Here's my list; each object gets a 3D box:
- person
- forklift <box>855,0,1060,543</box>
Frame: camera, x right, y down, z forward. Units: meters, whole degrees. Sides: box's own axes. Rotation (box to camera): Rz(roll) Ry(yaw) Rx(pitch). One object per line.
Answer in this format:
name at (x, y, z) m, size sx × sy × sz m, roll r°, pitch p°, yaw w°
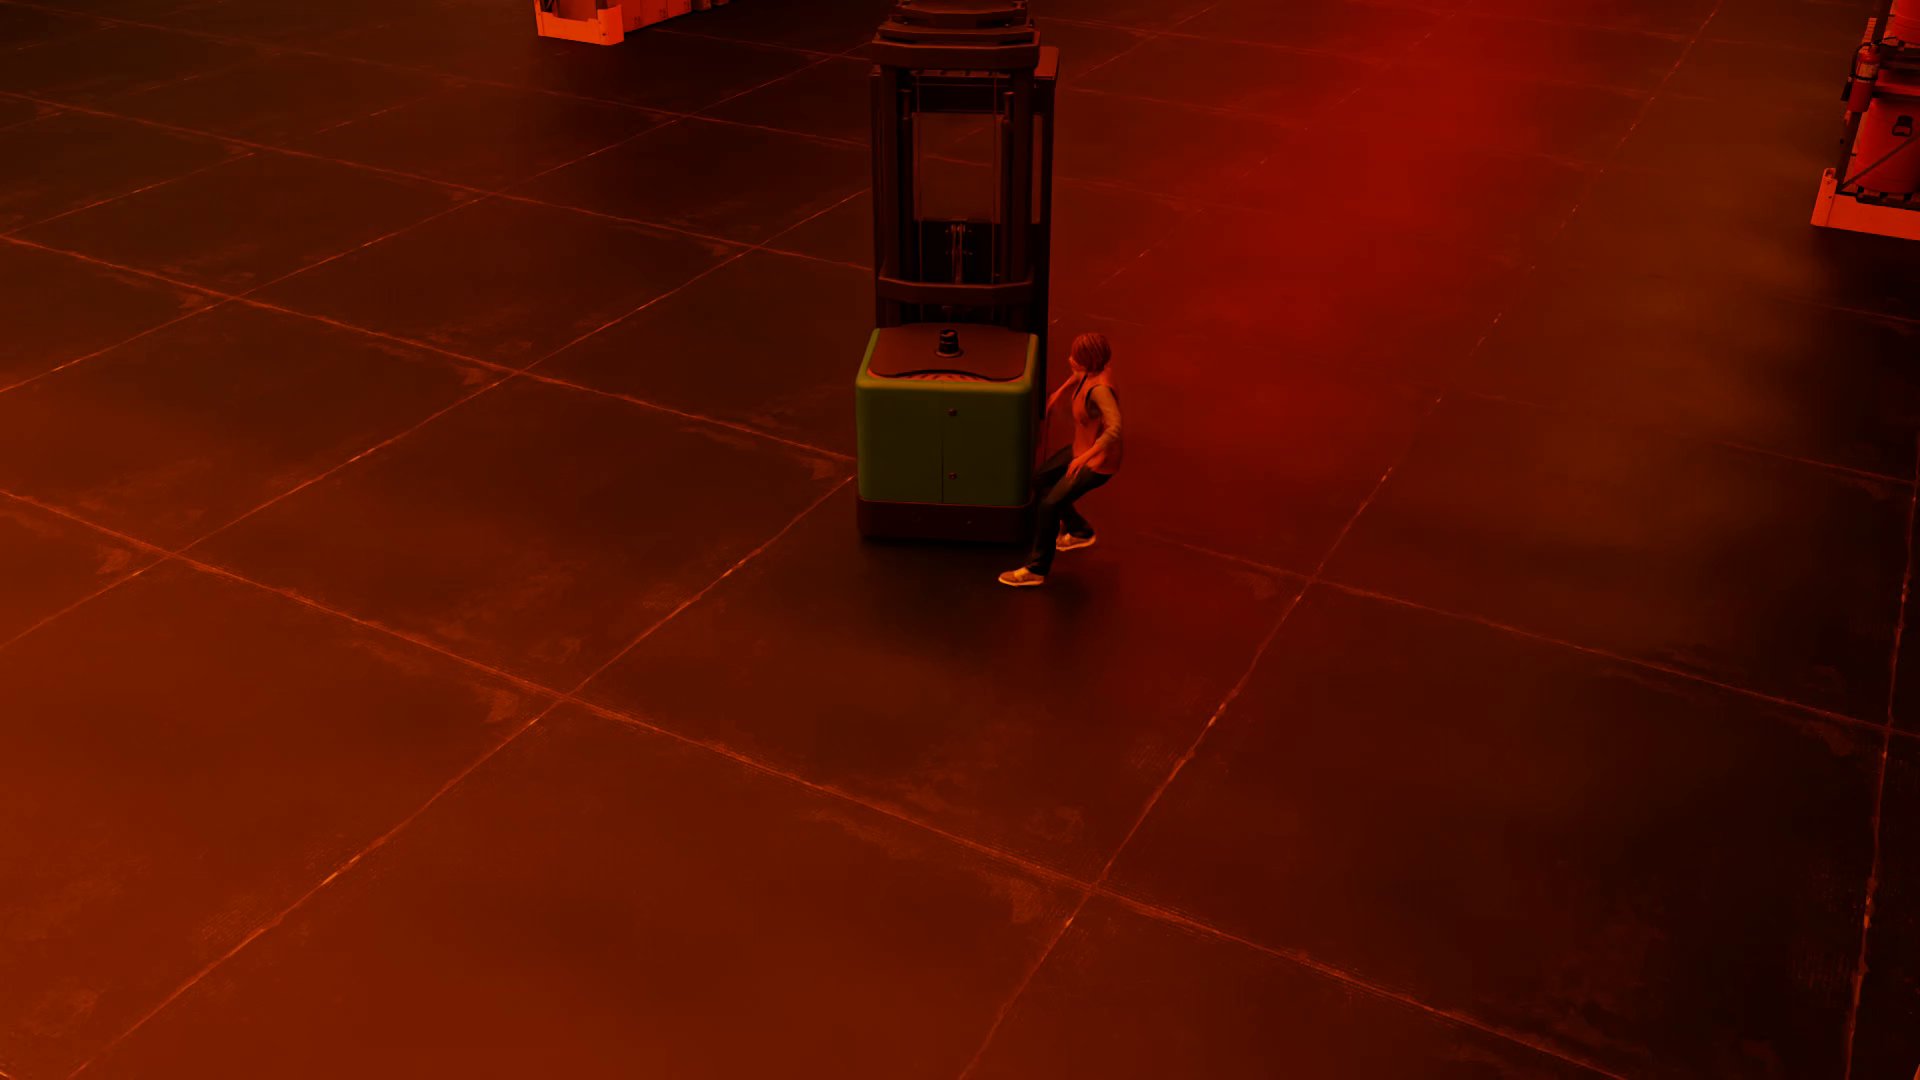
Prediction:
person at (0.561, -0.471, 9.325) m, size 0.682 × 1.476 × 0.887 m, roll 0°, pitch 30°, yaw 0°
forklift at (0.036, -1.962, 10.471) m, size 1.130 × 2.935 × 3.031 m, roll 3°, pitch 30°, yaw 5°
